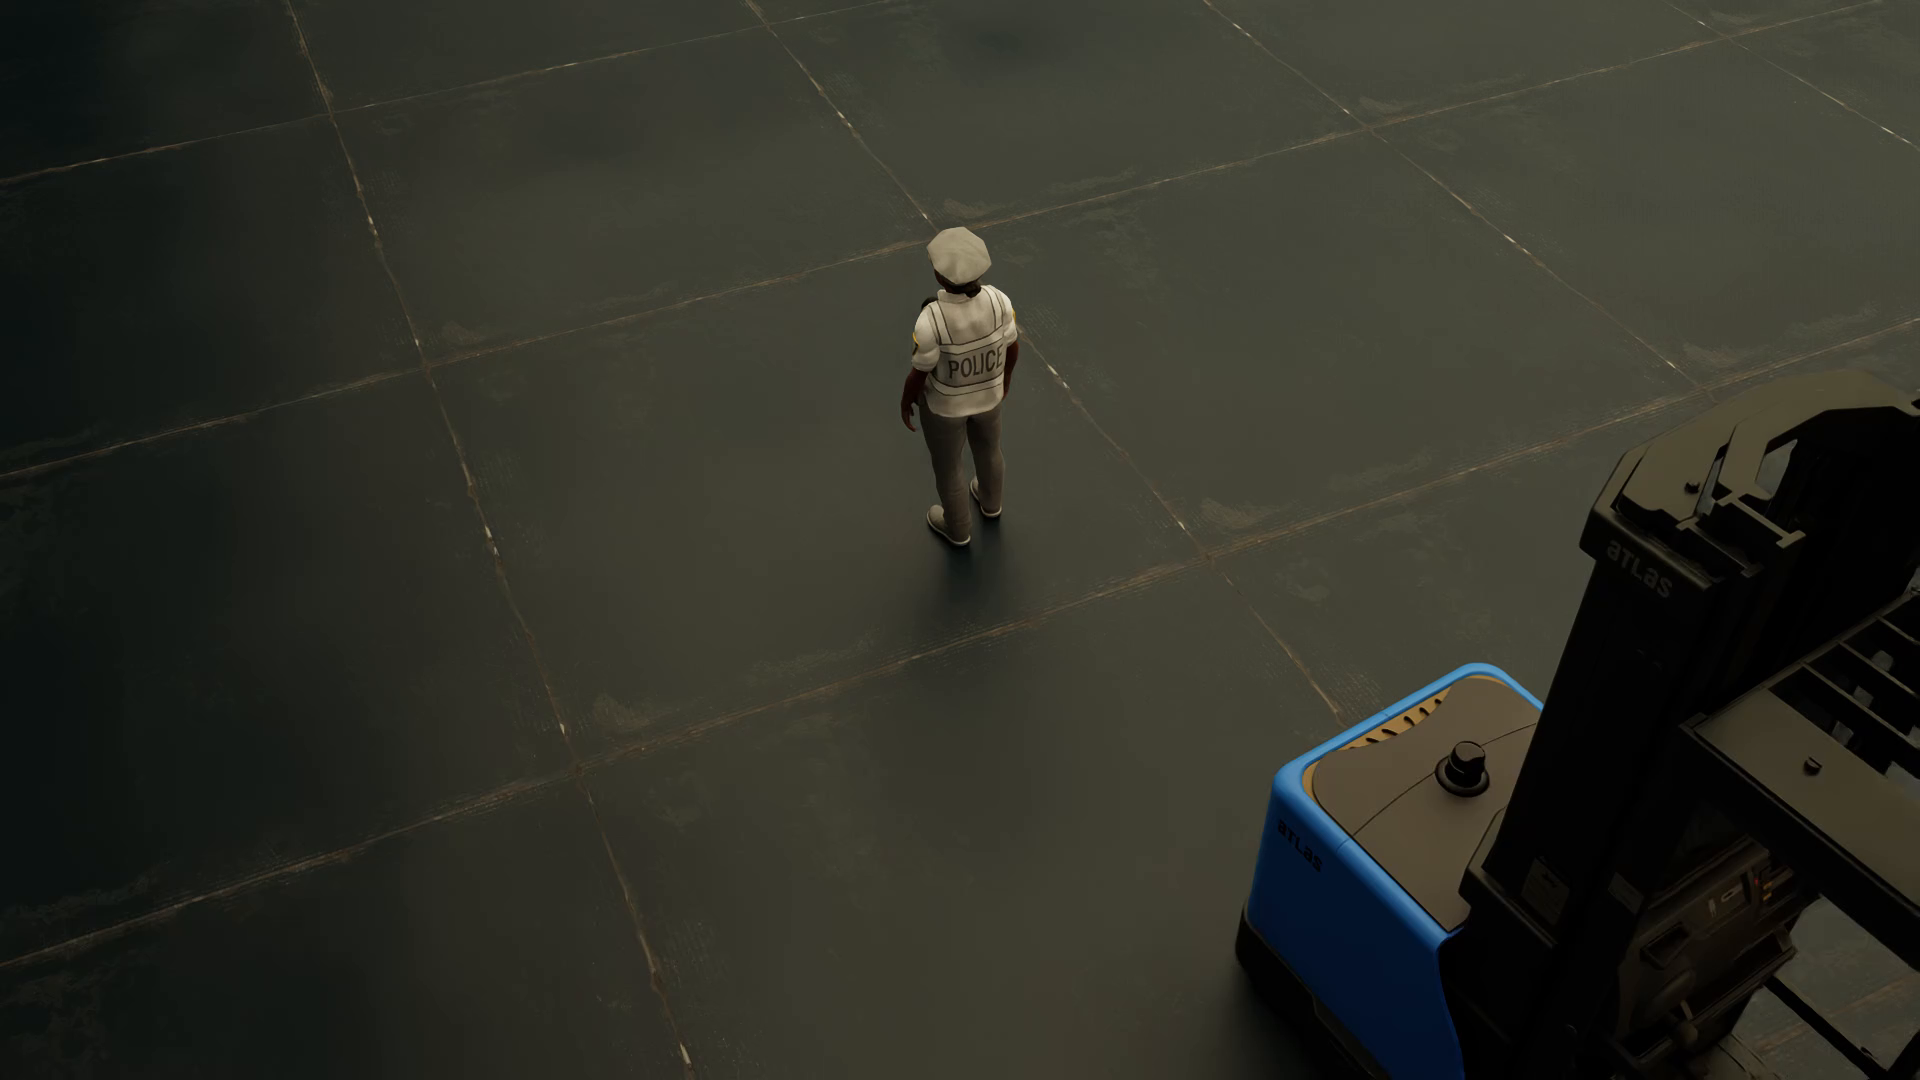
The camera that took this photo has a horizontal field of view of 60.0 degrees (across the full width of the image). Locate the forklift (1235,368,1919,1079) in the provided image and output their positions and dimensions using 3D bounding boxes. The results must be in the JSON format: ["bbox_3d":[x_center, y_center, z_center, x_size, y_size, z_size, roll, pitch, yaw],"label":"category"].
[{"bbox_3d":[2.234,1.141,4.457,1.130,2.935,3.031,-24,48,-23],"label":"forklift"}]

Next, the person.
[{"bbox_3d":[-0.013,-0.677,7.301,0.569,1.695,0.528,-18,46,-18],"label":"person"}]
